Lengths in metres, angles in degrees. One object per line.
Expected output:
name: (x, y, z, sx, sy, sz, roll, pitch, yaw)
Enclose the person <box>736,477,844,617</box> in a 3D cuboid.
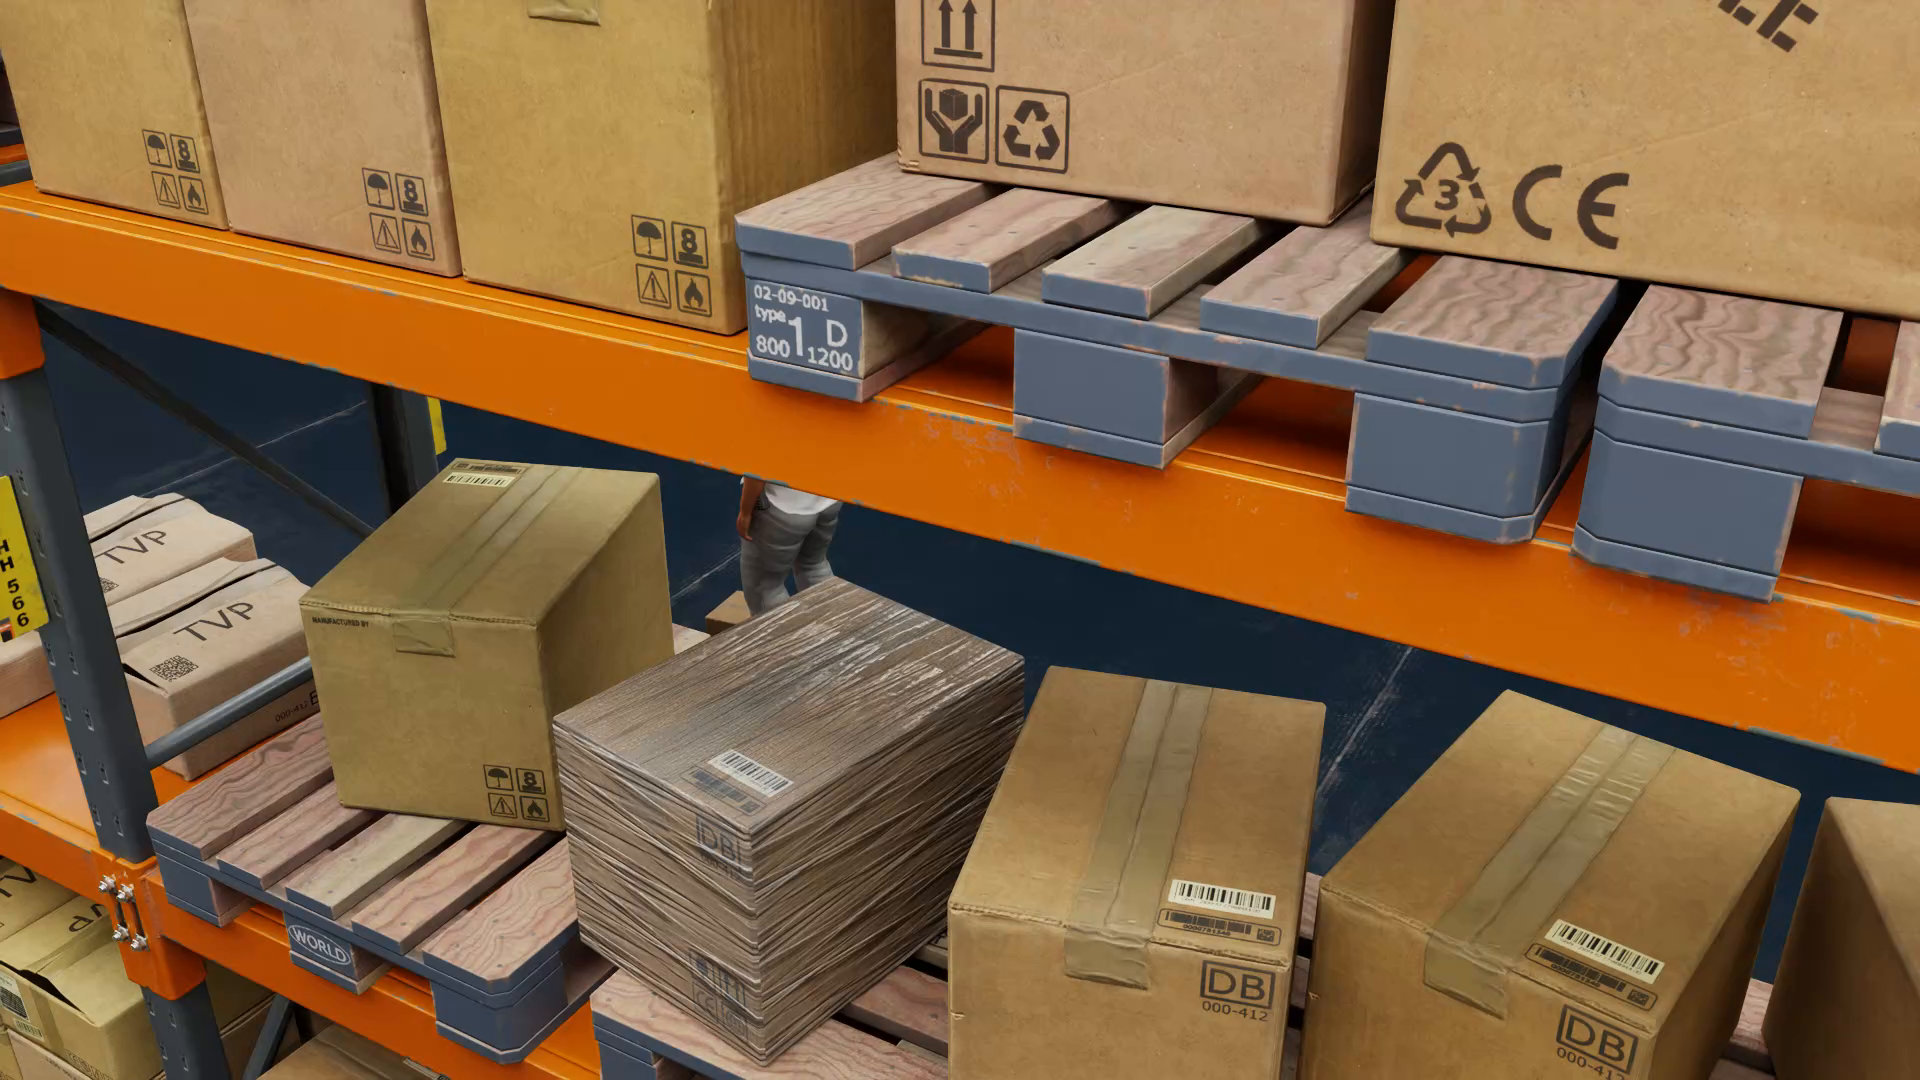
person: (-0.683, -0.188, 6.481, 0.466, 1.667, 0.539, 14, 30, 26)
